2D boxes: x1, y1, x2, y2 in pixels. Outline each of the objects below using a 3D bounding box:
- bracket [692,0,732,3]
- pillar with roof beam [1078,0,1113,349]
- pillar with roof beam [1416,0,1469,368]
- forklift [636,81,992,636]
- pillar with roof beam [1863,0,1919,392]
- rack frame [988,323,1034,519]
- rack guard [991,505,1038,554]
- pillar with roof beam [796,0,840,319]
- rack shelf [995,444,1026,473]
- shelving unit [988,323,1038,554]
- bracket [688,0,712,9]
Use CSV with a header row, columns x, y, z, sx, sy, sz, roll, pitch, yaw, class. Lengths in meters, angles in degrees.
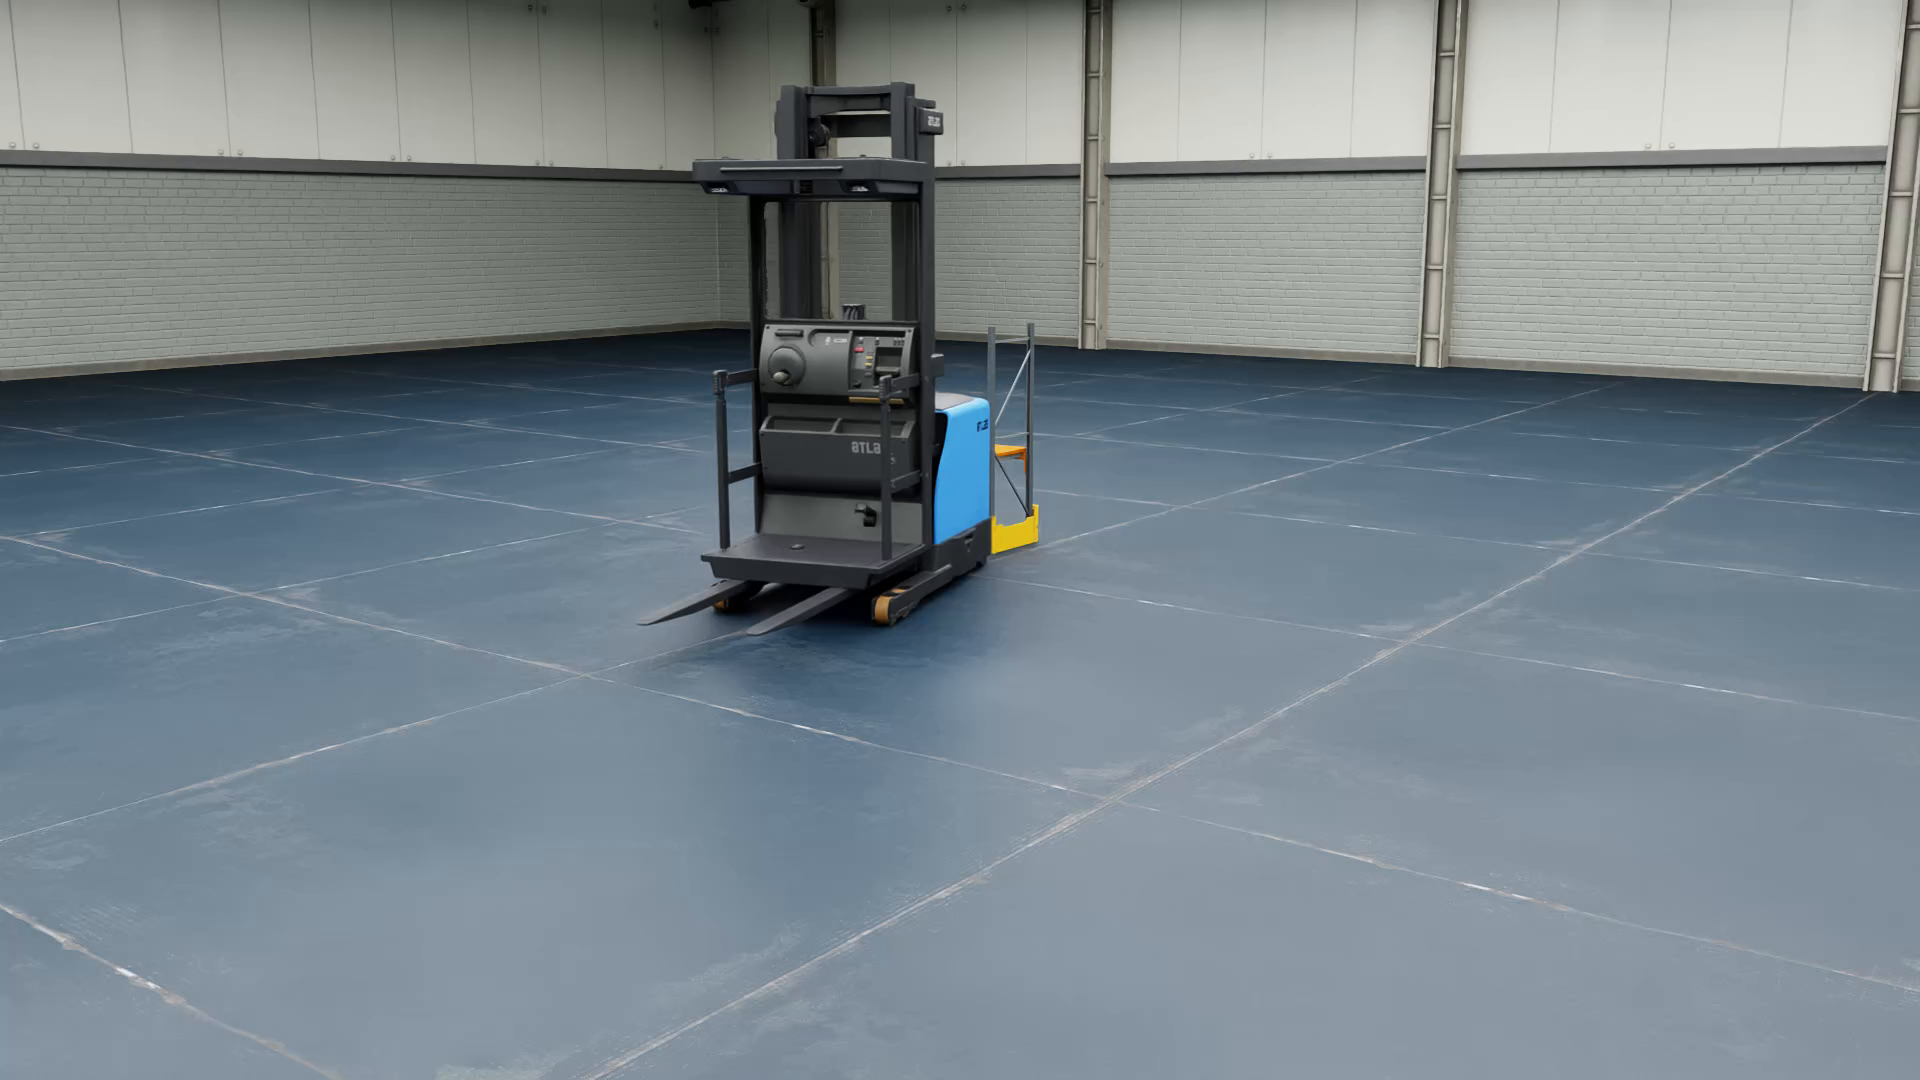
x,y,z,sx,sy,sz,roll,pitch,yaw,class
-4.541,-10.340,31.811,3.189,0.066,0.076,8,13,36,bracket
-0.274,-7.047,24.265,0.400,9.000,9.100,8,13,36,pillar with roof beam
4.562,-6.373,20.778,0.400,9.000,9.100,8,13,36,pillar with roof beam
-0.775,-1.057,9.276,1.130,2.935,3.031,4,12,19,forklift
9.398,-5.698,17.292,0.400,9.000,9.100,8,13,36,pillar with roof beam
0.341,-0.689,11.141,0.032,1.500,0.500,8,13,36,rack frame
0.340,-0.075,11.261,0.087,0.250,0.587,8,13,36,rack guard
-5.110,-7.722,27.752,0.548,9.000,9.100,8,13,36,pillar with roof beam
-0.069,-0.569,11.471,1.000,0.185,0.538,8,13,36,rack shelf
-0.061,-0.745,11.432,1.083,1.500,0.587,8,13,36,shelving unit
-5.017,-10.407,32.154,0.430,0.232,0.235,8,13,36,bracket
